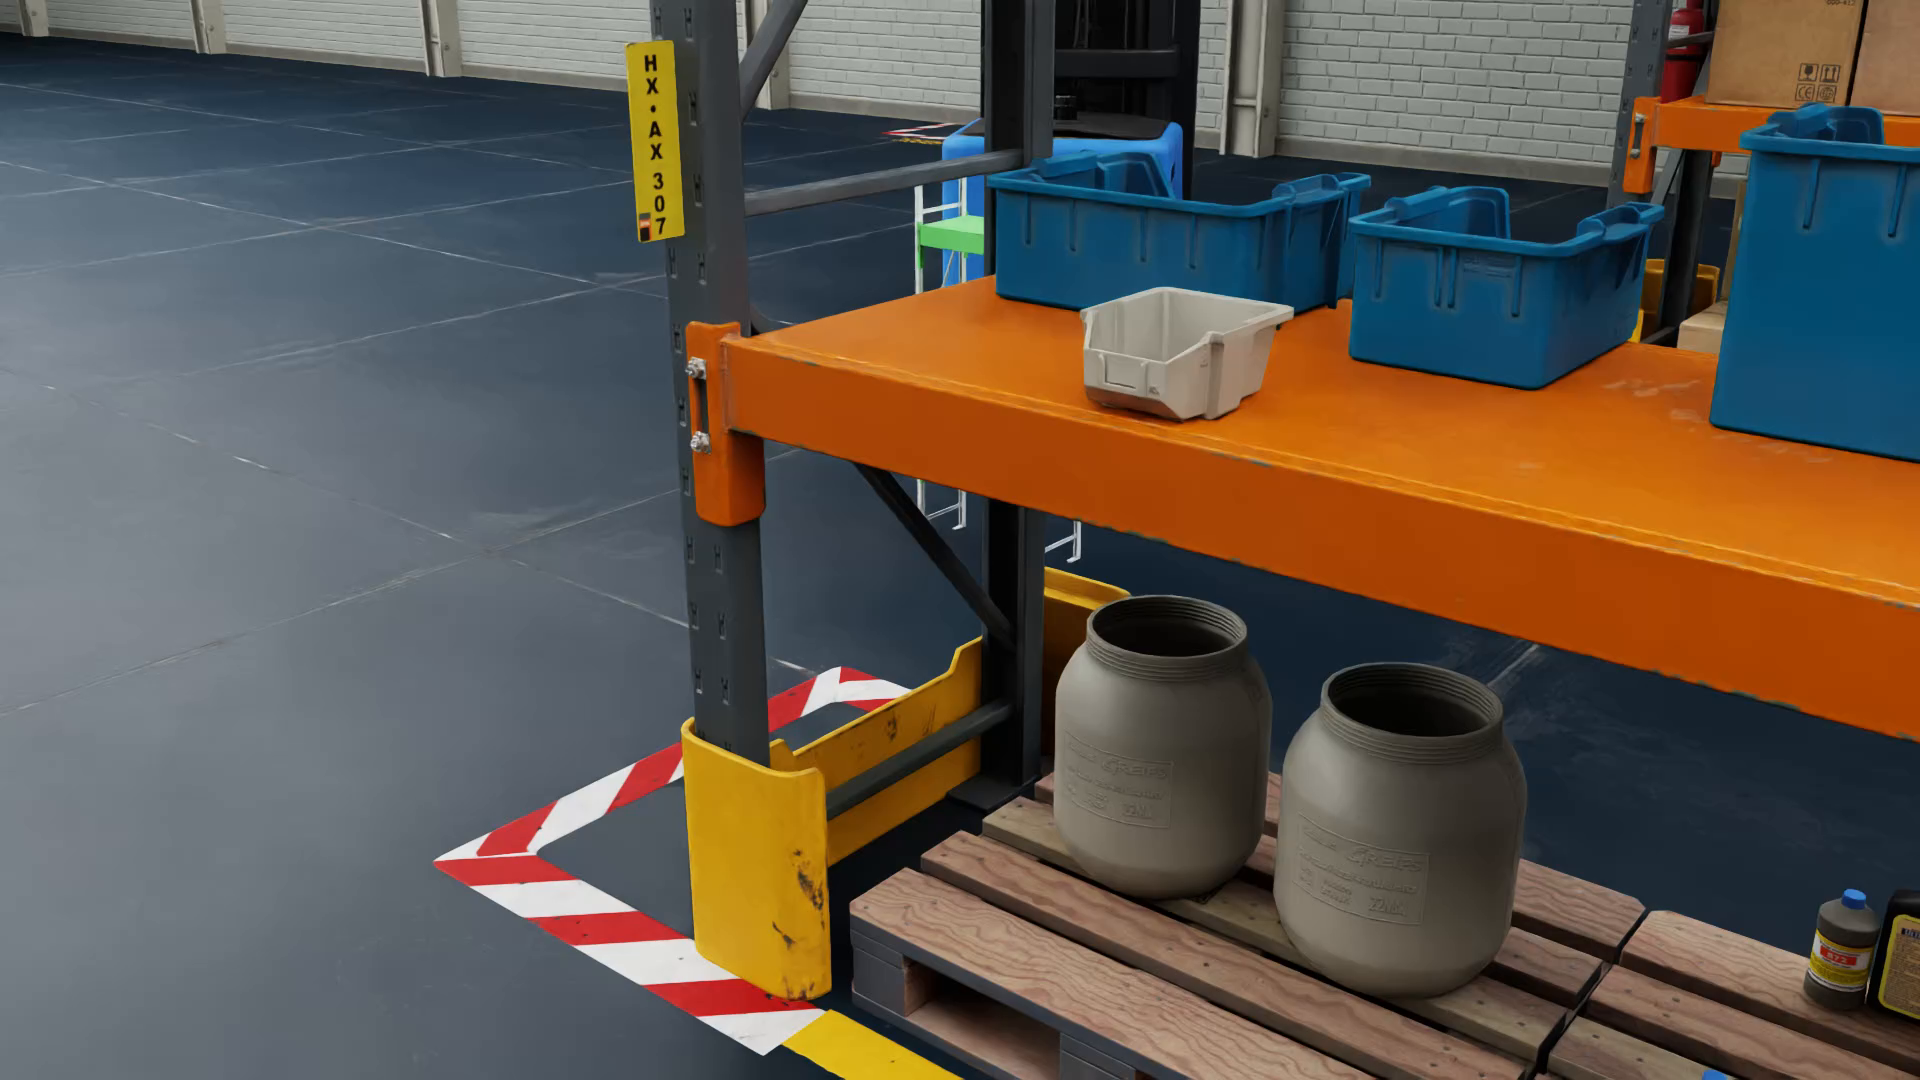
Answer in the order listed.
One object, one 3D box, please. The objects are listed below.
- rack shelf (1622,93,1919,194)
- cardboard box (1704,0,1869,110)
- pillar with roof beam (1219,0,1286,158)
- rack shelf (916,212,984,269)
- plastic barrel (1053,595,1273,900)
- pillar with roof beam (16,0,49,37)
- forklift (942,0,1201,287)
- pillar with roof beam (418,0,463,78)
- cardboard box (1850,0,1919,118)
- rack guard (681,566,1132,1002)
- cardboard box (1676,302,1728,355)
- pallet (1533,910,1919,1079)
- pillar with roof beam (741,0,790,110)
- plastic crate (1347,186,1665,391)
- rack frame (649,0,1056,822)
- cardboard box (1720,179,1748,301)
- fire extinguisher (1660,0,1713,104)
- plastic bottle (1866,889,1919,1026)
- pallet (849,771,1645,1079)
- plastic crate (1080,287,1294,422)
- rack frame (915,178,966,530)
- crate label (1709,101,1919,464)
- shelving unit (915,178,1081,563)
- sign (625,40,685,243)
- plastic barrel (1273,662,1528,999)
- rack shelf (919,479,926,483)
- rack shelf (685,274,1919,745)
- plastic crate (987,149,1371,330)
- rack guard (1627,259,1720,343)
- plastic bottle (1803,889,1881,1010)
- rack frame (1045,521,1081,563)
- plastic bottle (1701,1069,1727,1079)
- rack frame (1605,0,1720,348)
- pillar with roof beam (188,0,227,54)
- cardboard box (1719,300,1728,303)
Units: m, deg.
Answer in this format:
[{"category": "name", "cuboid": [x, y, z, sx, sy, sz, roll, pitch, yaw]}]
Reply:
[{"category": "rack shelf", "cuboid": [4.523, -1.260, 5.779, 4.000, 0.370, 1.077, 16, 26, 36]}, {"category": "cardboard box", "cuboid": [3.327, -1.982, 6.532, 0.500, 0.500, 0.700, 16, 26, 36]}, {"category": "pillar with roof beam", "cuboid": [-0.178, -6.447, 10.011, 0.400, 9.000, 9.100, 16, 26, 36]}, {"category": "rack shelf", "cuboid": [0.128, -0.914, 5.212, 0.480, 0.148, 0.258, 16, 26, 36]}, {"category": "plastic barrel", "cuboid": [0.397, 0.404, 3.277, 0.421, 0.512, 0.421, 0, 21, 0]}, {"category": "pillar with roof beam", "cuboid": [-18.772, -11.802, 24.211, 0.400, 9.000, 9.100, 16, 26, 36]}, {"category": "forklift", "cuboid": [0.691, -2.629, 8.486, 1.130, 2.935, 3.031, 4, 21, 10]}, {"category": "pillar with roof beam", "cuboid": [-9.475, -9.124, 17.111, 0.400, 9.000, 9.100, 16, 26, 36]}, {"category": "cardboard box", "cuboid": [3.737, -1.866, 6.225, 0.500, 0.500, 0.700, 17, 26, 38]}, {"category": "rack guard", "cuboid": [-0.073, 0.484, 3.677, 0.348, 0.500, 1.175, 16, 26, 36]}, {"category": "cardboard box", "cuboid": [3.248, -0.773, 6.767, 0.500, 0.250, 0.500, 16, 26, 36]}, {"category": "pallet", "cuboid": [1.494, 1.074, 2.521, 1.213, 0.211, 1.003, 16, 26, 36]}, {"category": "pillar with roof beam", "cuboid": [-4.827, -7.786, 13.561, 0.400, 9.000, 9.100, 16, 26, 36]}, {"category": "plastic crate", "cuboid": [0.915, -0.444, 2.805, 0.408, 0.251, 0.499, 16, 26, 36]}, {"category": "rack frame", "cuboid": [-0.161, -0.690, 3.246, 0.127, 3.000, 1.000, 16, 26, 36]}, {"category": "cardboard box", "cuboid": [3.577, -1.266, 7.012, 0.500, 0.500, 0.500, 16, 26, 36]}, {"category": "fire extinguisher", "cuboid": [3.176, -2.160, 7.255, 0.183, 0.674, 0.296, 16, 26, 36]}, {"category": "plastic bottle", "cuboid": [1.641, 0.686, 2.823, 0.133, 0.283, 0.061, 17, 26, 38]}, {"category": "pallet", "cuboid": [0.553, 0.802, 3.243, 1.213, 0.211, 1.003, 16, 26, 36]}, {"category": "plastic crate", "cuboid": [0.329, -0.279, 2.530, 0.250, 0.136, 0.298, 16, 26, 36]}, {"category": "rack frame", "cuboid": [-0.061, -0.579, 5.503, 0.015, 1.200, 0.240, 16, 26, 36]}, {"category": "crate label", "cuboid": [1.436, -0.370, 2.347, 0.616, 0.435, 0.502, 16, 26, 36]}, {"category": "shelving unit", "cuboid": [0.128, -0.524, 5.359, 0.503, 1.200, 0.258, 16, 26, 36]}, {"category": "sign", "cuboid": [-0.512, -0.670, 2.801, 0.005, 0.325, 0.100, 16, 26, 36]}, {"category": "plastic barrel", "cuboid": [0.785, 0.515, 2.981, 0.421, 0.512, 0.421, 0, 21, 0]}, {"category": "rack shelf", "cuboid": [0.128, -0.240, 5.466, 0.480, 0.148, 0.258, 16, 26, 36]}, {"category": "rack shelf", "cuboid": [1.388, 0.093, 2.190, 4.000, 0.370, 1.077, 16, 26, 36]}, {"category": "plastic crate", "cuboid": [0.416, -0.590, 3.193, 0.616, 0.251, 0.499, 16, 26, 36]}, {"category": "rack guard", "cuboid": [2.955, -0.879, 7.290, 0.348, 0.500, 1.175, 16, 26, 36]}, {"category": "plastic bottle", "cuboid": [1.539, 0.704, 2.894, 0.097, 0.201, 0.097, 0, 21, 0]}, {"category": "rack frame", "cuboid": [0.317, -0.470, 5.214, 0.015, 1.200, 0.240, 16, 26, 36]}, {"category": "plastic bottle", "cuboid": [1.046, 0.871, 2.352, 0.097, 0.271, 0.097, 0, 21, 0]}, {"category": "rack frame", "cuboid": [2.974, -2.043, 6.835, 0.127, 3.000, 1.000, 16, 26, 36]}, {"category": "pillar with roof beam", "cuboid": [-14.123, -10.463, 20.661, 0.400, 9.000, 9.100, 16, 26, 36]}, {"category": "cardboard box", "cuboid": [3.576, -0.914, 7.143, 0.500, 0.250, 0.500, 16, 26, 36]}]
